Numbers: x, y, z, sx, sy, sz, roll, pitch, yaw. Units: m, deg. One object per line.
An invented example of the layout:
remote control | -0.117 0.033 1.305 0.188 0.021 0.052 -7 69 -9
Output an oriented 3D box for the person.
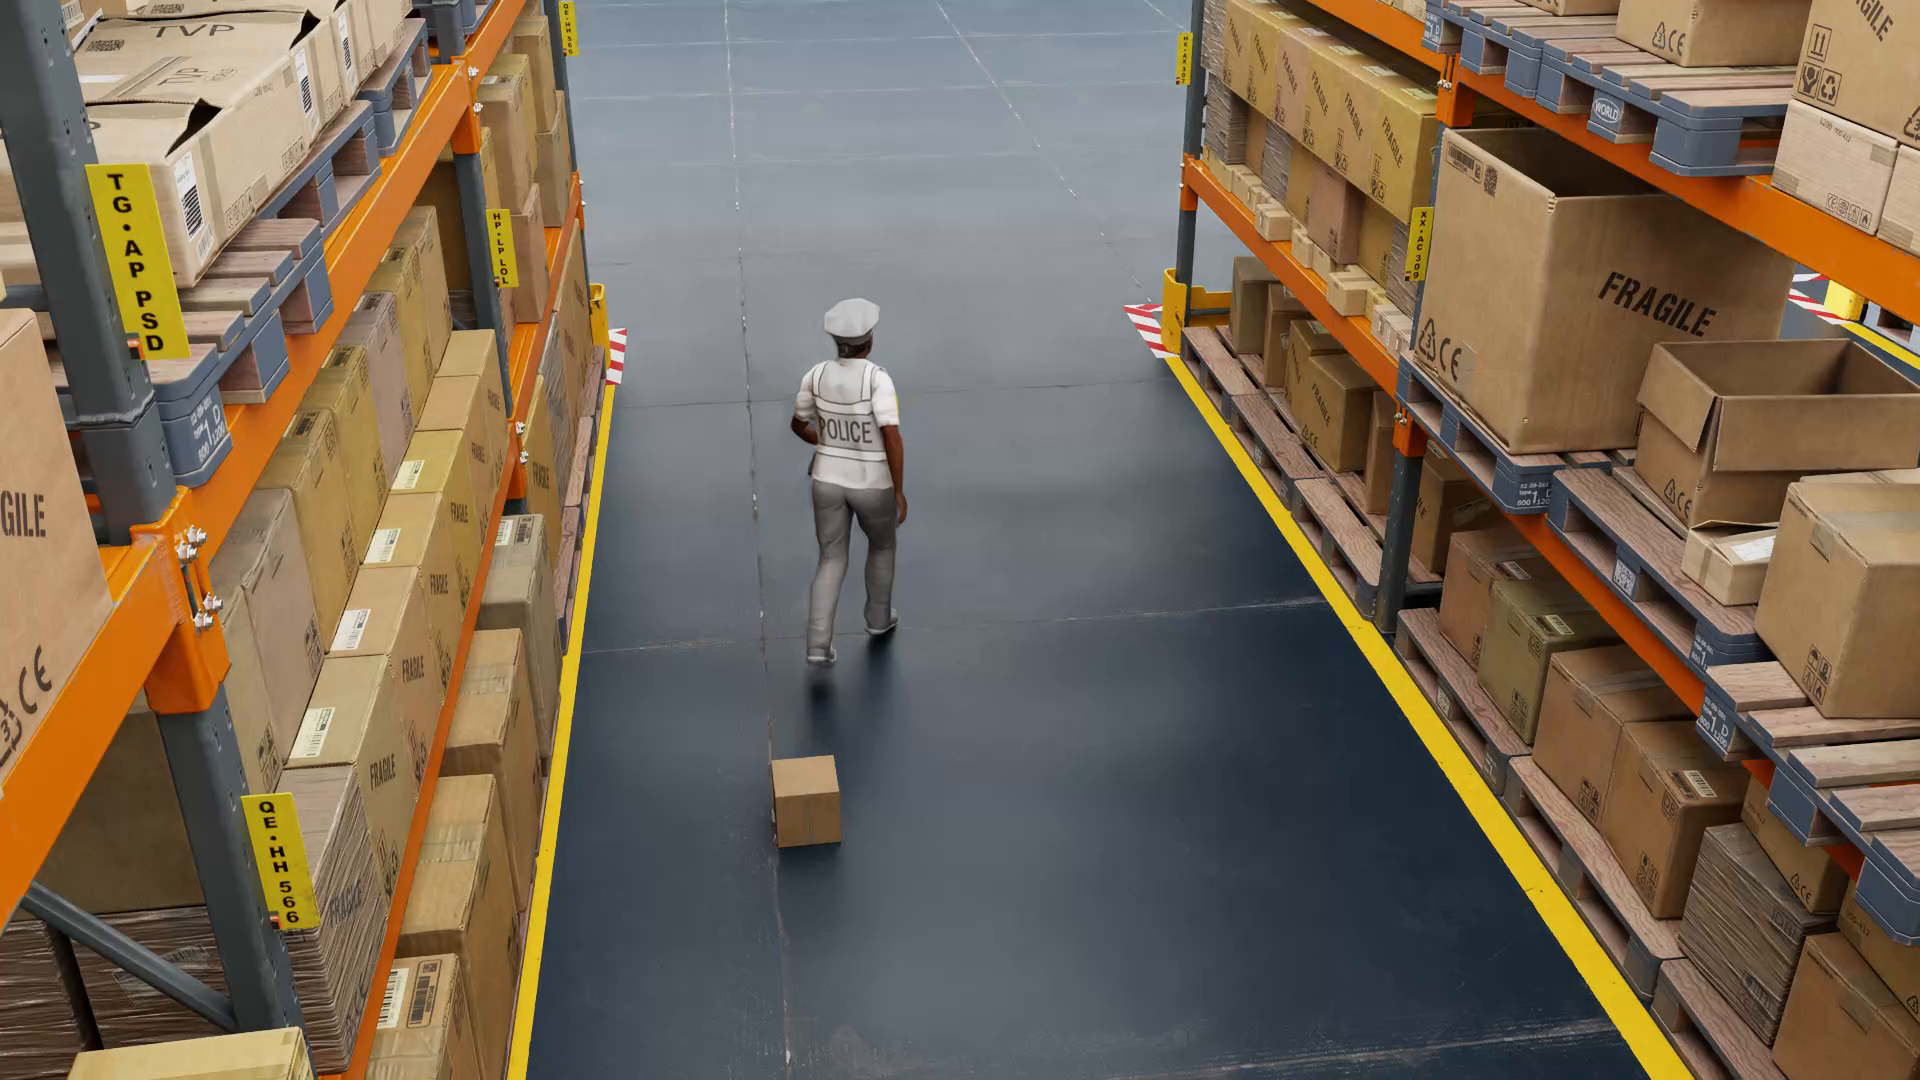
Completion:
person | -0.497 -0.222 7.529 0.597 1.692 0.768 7 28 13
